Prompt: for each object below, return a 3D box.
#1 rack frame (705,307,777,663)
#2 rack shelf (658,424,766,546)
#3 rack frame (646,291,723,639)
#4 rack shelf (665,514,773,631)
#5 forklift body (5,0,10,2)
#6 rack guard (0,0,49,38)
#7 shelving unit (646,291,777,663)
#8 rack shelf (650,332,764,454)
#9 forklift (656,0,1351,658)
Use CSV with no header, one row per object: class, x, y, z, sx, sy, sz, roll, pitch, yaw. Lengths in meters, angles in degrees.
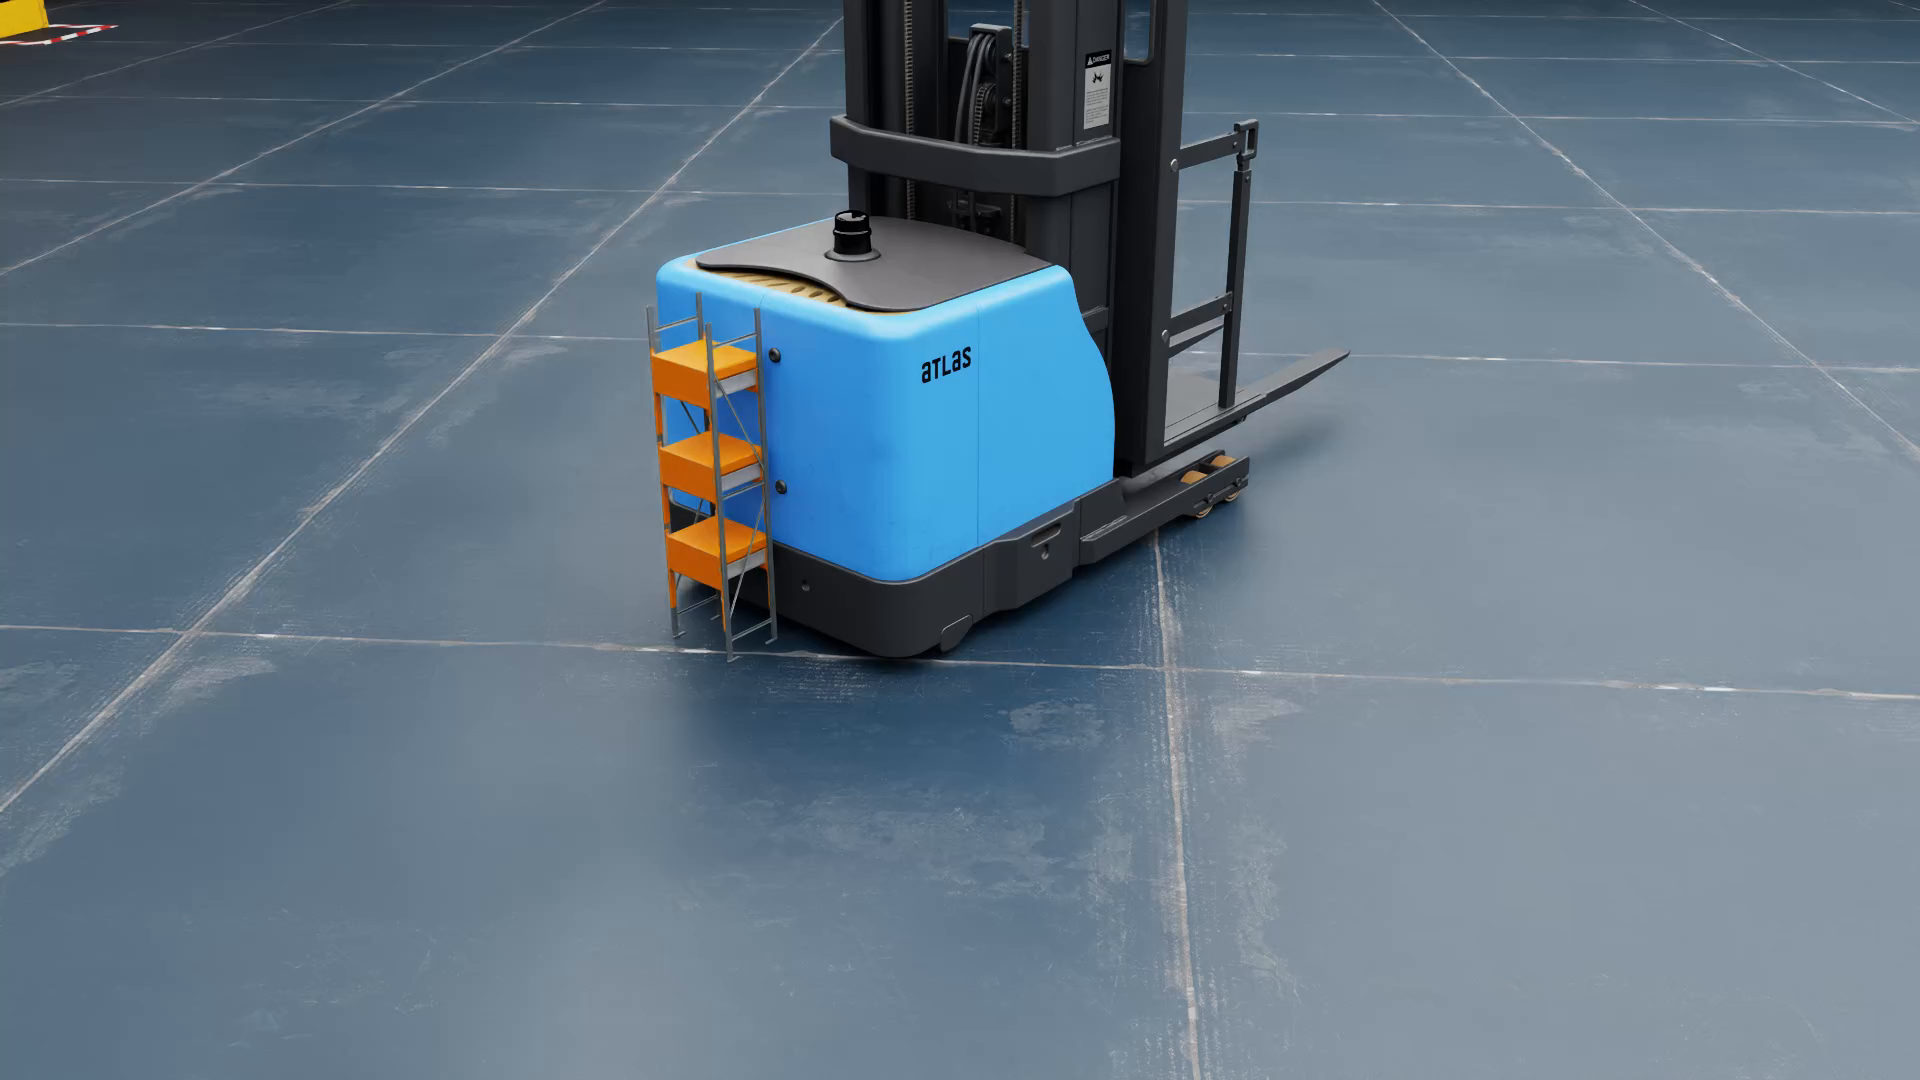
rack frame,-0.626,-0.142,4.803,0.008,1.050,0.200,19,31,36
rack shelf,-0.719,-0.165,4.879,0.240,0.259,0.215,19,31,36
rack frame,-0.813,-0.208,4.946,0.008,1.050,0.200,19,31,36
rack shelf,-0.719,0.087,4.995,0.240,0.259,0.215,19,31,36
forklift body,-11.356,-7.515,19.509,1.214,2.155,2.313,2,25,4
rack guard,-9.778,-5.398,16.884,0.348,0.500,1.175,2,25,4
shelving unit,-0.719,-0.175,4.874,0.252,1.050,0.215,19,31,36
rack shelf,-0.719,-0.423,4.760,0.240,0.259,0.215,19,31,36
forklift,0.401,-1.530,5.569,1.130,2.935,3.031,19,31,36
